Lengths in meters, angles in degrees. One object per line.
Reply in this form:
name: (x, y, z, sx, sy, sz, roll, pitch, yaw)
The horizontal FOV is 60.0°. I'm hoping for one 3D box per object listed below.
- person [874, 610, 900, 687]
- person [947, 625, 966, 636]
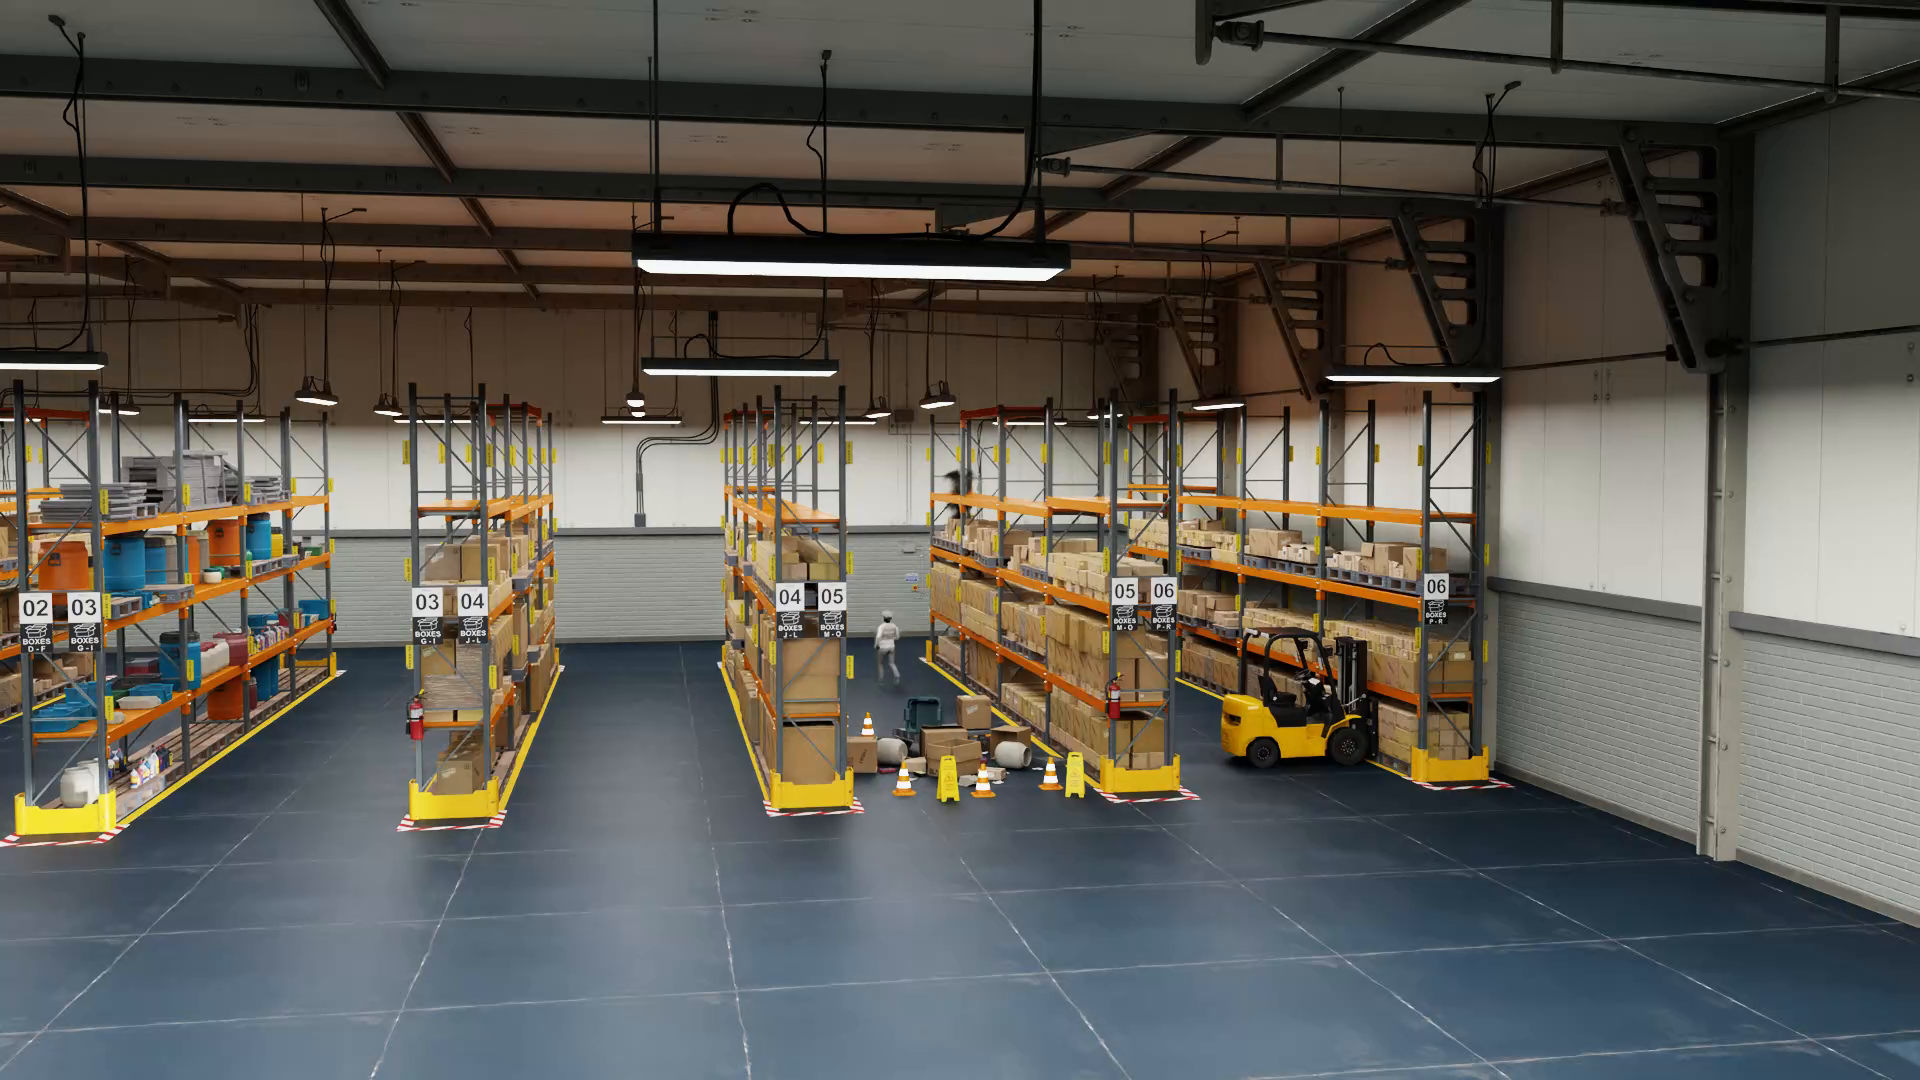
person: (-1.579, 2.344, 35.761, 0.629, 1.666, 0.870, -1, 3, -27)
person: (-0.001, 2.013, 41.722, 0.959, 1.764, 0.700, 1, 3, 12)
